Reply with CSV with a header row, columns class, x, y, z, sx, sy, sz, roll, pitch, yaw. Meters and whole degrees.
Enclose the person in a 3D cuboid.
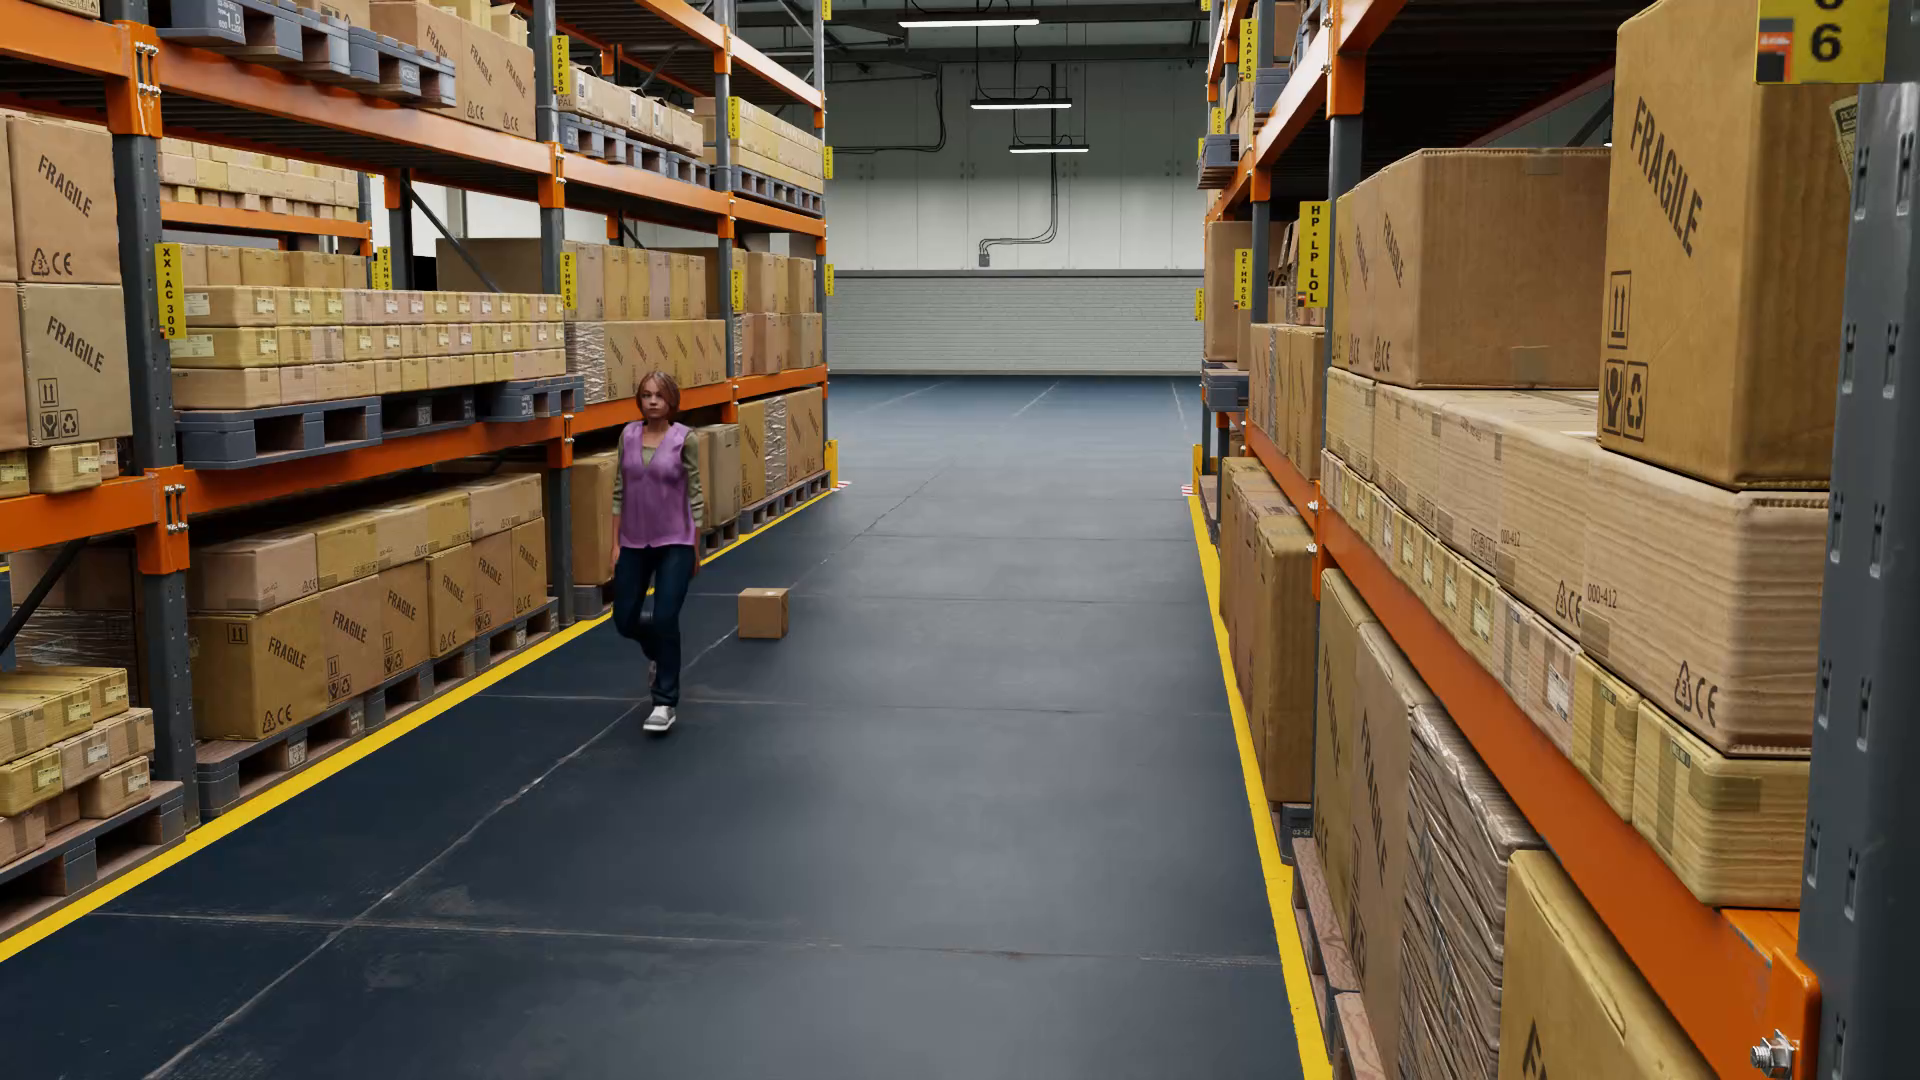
class,x,y,z,sx,sy,sz,roll,pitch,yaw
person,-1.349,0.029,7.473,0.420,1.582,0.626,1,8,9
